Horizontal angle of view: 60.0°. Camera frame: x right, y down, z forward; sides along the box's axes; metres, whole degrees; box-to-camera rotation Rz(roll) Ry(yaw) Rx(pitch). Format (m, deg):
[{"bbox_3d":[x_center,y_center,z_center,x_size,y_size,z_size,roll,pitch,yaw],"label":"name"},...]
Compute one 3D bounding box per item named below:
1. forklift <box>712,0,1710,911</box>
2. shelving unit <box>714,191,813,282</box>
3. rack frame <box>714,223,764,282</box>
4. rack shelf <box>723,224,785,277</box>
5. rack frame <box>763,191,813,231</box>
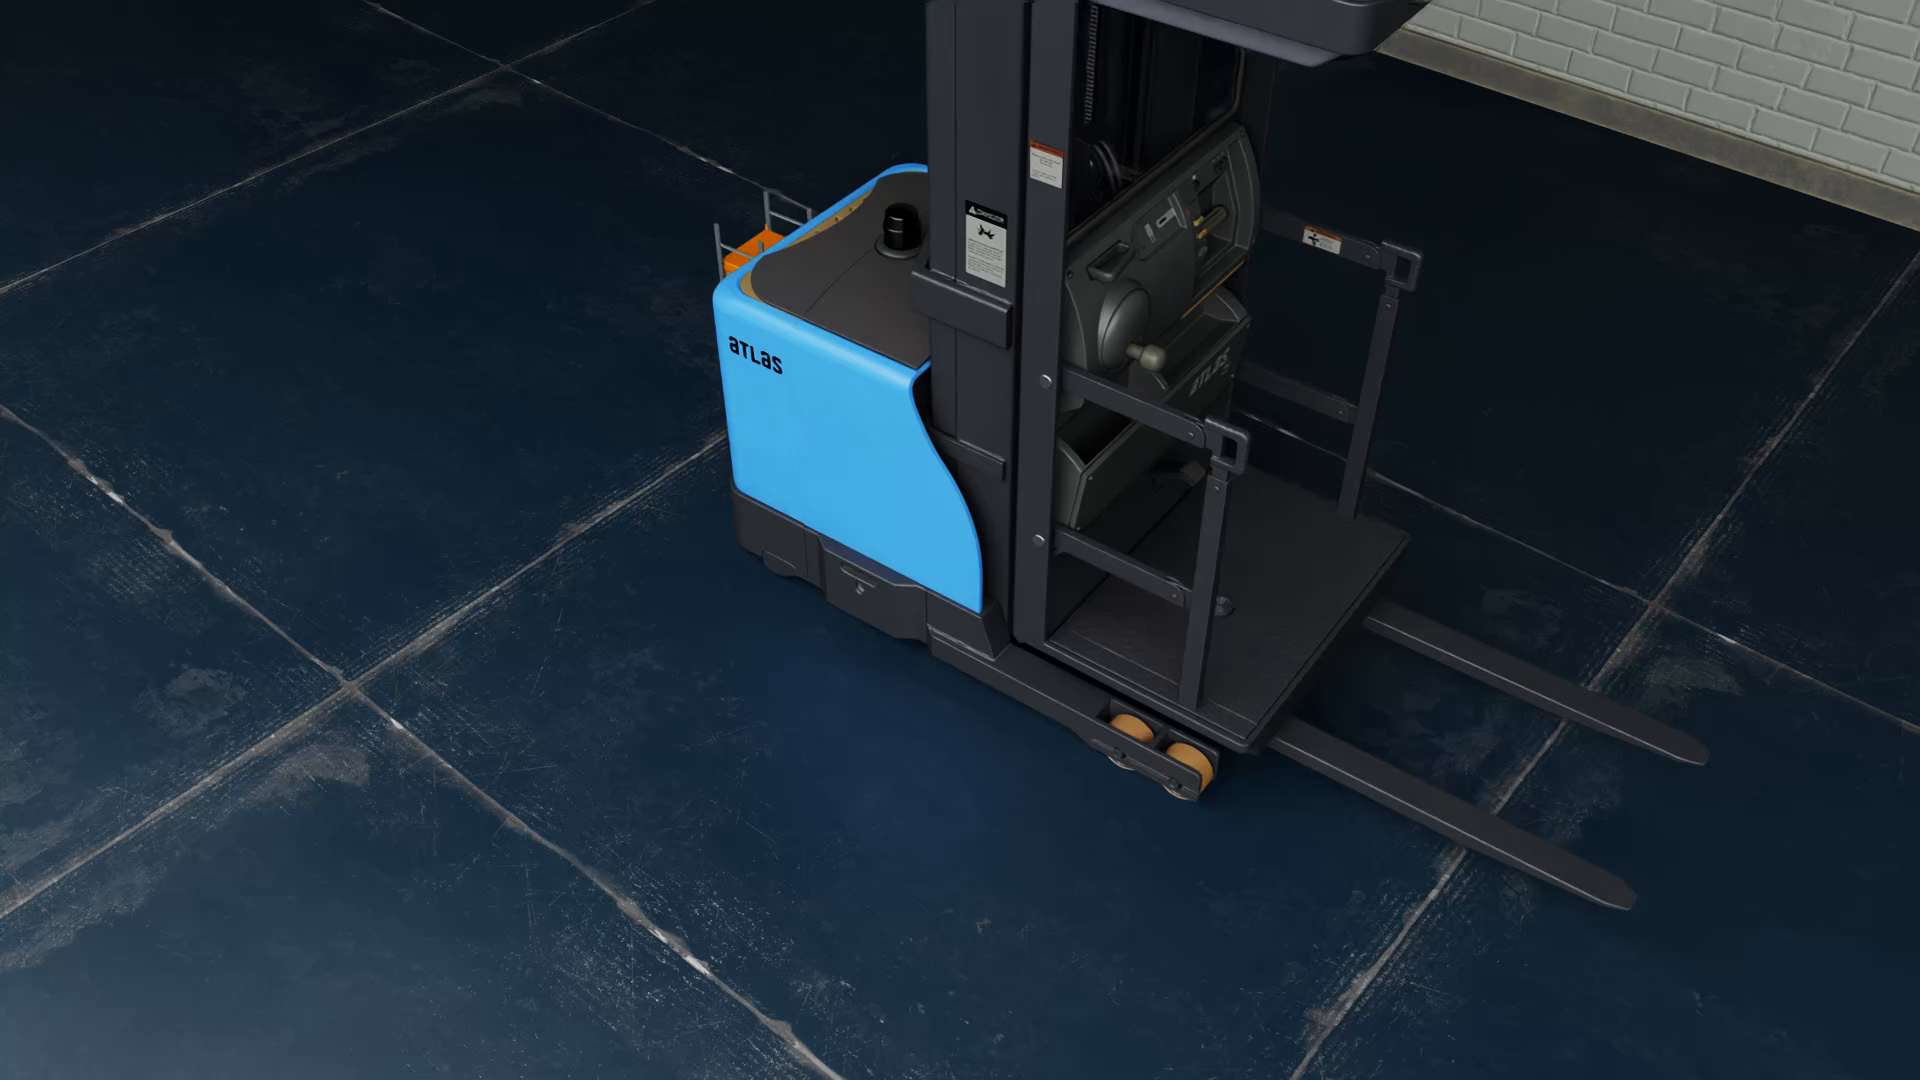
[{"bbox_3d":[0.726,-0.729,4.374,3.031,2.935,1.130,26,48,26],"label":"forklift"},{"bbox_3d":[-0.631,-0.649,5.683,0.215,1.050,0.252,25,48,25],"label":"shelving unit"},{"bbox_3d":[-0.701,-0.582,5.610,0.200,1.050,0.008,25,48,25],"label":"rack frame"},{"bbox_3d":[-0.631,-0.851,5.500,0.215,0.259,0.240,25,48,25],"label":"rack shelf"},{"bbox_3d":[-0.560,-0.716,5.757,0.200,1.050,0.008,25,48,25],"label":"rack frame"}]
